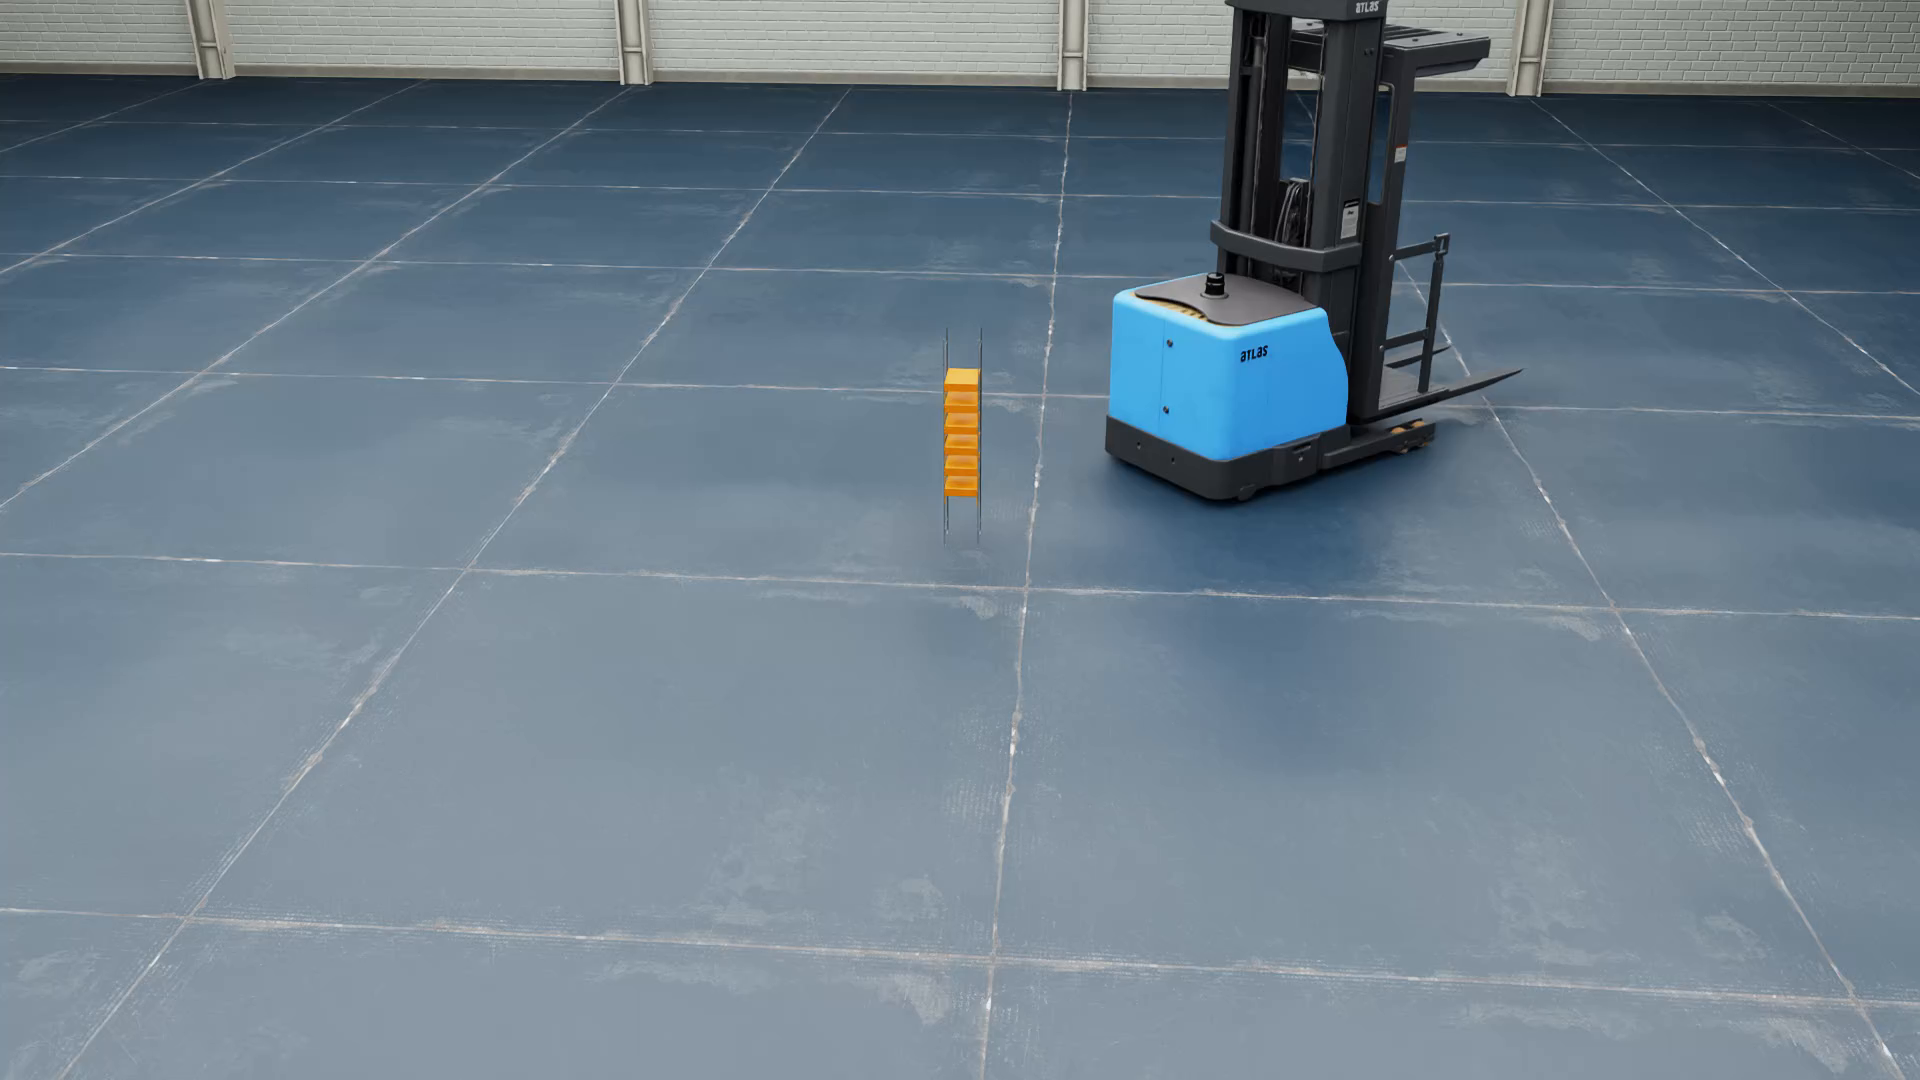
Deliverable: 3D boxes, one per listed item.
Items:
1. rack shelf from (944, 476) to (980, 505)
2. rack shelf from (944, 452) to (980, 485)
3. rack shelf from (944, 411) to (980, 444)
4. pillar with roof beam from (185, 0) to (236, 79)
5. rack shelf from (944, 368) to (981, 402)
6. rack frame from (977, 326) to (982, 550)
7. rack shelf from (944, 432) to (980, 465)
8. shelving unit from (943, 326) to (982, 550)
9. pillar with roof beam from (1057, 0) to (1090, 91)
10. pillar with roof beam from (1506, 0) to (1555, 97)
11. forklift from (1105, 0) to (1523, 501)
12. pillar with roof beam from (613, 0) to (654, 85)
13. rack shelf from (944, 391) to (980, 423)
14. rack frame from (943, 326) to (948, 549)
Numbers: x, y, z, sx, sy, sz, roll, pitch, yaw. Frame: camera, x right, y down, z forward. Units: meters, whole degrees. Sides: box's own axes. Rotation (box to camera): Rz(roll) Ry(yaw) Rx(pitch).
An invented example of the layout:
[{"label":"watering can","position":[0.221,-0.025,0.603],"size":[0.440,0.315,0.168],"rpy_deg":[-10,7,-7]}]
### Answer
[{"label":"rack shelf","position":[0.014,-0.286,9.117],"size":[0.180,0.103,0.258],"rpy_deg":[2,25,4]},{"label":"rack shelf","position":[0.014,-0.395,9.067],"size":[0.180,0.103,0.258],"rpy_deg":[2,25,4]},{"label":"rack shelf","position":[0.014,-0.613,8.967],"size":[0.180,0.103,0.258],"rpy_deg":[2,25,4]},{"label":"pillar with roof beam","position":[-10.774,-8.808,17.627],"size":[0.400,9.000,9.100],"rpy_deg":[2,25,4]},{"label":"rack shelf","position":[0.014,-0.831,8.866],"size":[0.180,0.103,0.258],"rpy_deg":[2,25,4]},{"label":"rack frame","position":[0.106,-0.542,8.992],"size":[0.006,1.200,0.240],"rpy_deg":[2,25,4]},{"label":"rack shelf","position":[0.014,-0.504,9.017],"size":[0.180,0.103,0.258],"rpy_deg":[2,25,4]},{"label":"shelving unit","position":[0.014,-0.545,8.998],"size":[0.189,1.200,0.258],"rpy_deg":[2,25,4]},{"label":"pillar with roof beam","position":[1.191,-8.424,16.792],"size":[0.400,9.000,9.100],"rpy_deg":[2,25,4]},{"label":"pillar with roof beam","position":[7.173,-8.232,16.375],"size":[0.400,9.000,9.100],"rpy_deg":[2,25,4]},{"label":"forklift","position":[2.389,-2.029,10.153],"size":[3.031,2.935,1.130],"rpy_deg":[-17,30,-32]},{"label":"pillar with roof beam","position":[-4.791,-8.616,17.210],"size":[0.400,9.000,9.100],"rpy_deg":[2,25,4]},{"label":"rack shelf","position":[0.014,-0.722,8.916],"size":[0.180,0.103,0.258],"rpy_deg":[2,25,4]},{"label":"rack frame","position":[-0.077,-0.548,9.005],"size":[0.006,1.200,0.240],"rpy_deg":[2,25,4]}]
